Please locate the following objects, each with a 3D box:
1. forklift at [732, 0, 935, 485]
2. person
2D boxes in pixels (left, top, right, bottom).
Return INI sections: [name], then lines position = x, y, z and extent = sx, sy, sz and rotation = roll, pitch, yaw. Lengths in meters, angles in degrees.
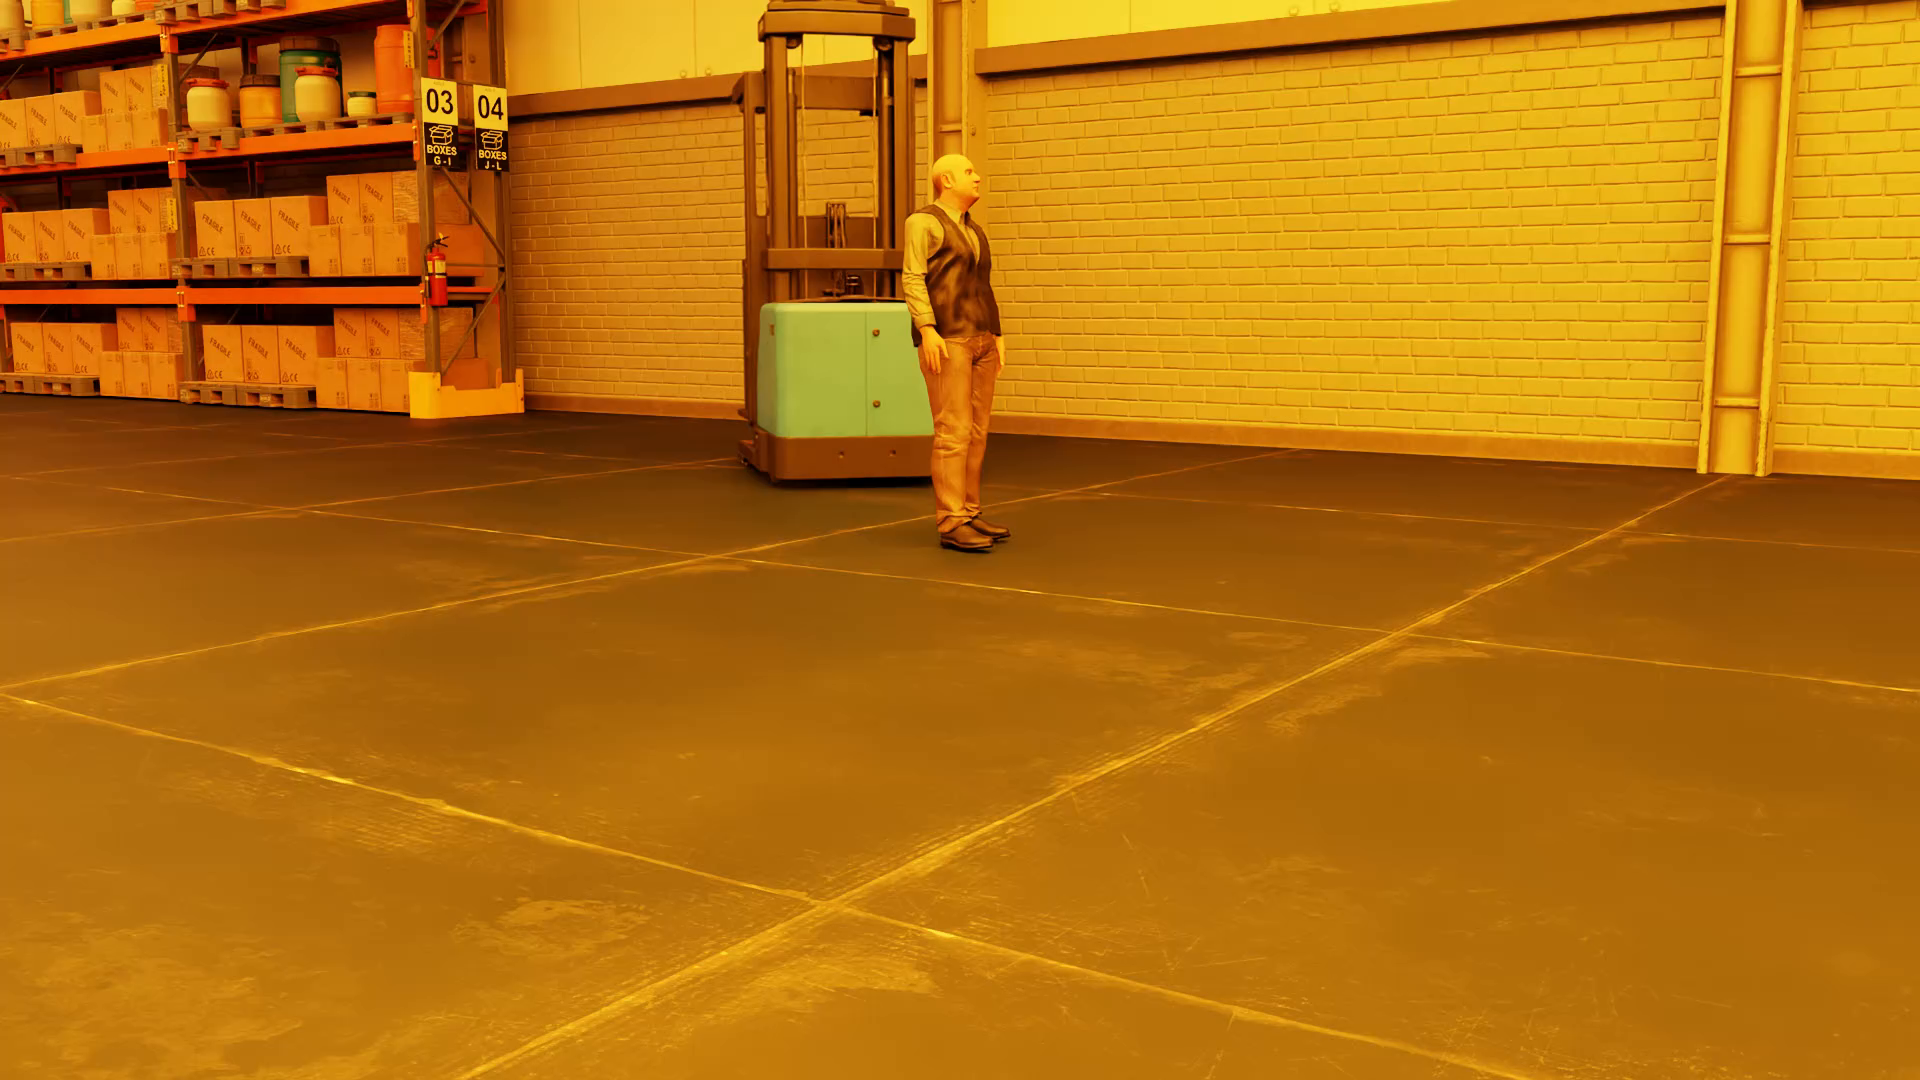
[forklift]
position = -0.885, -1.947, 10.888
extent = 1.130, 2.935, 3.031
rotation = -2, 8, -13
[person]
position = 0.048, -0.854, 7.441
extent = 0.566, 1.722, 0.633
rotation = 5, 10, 34
